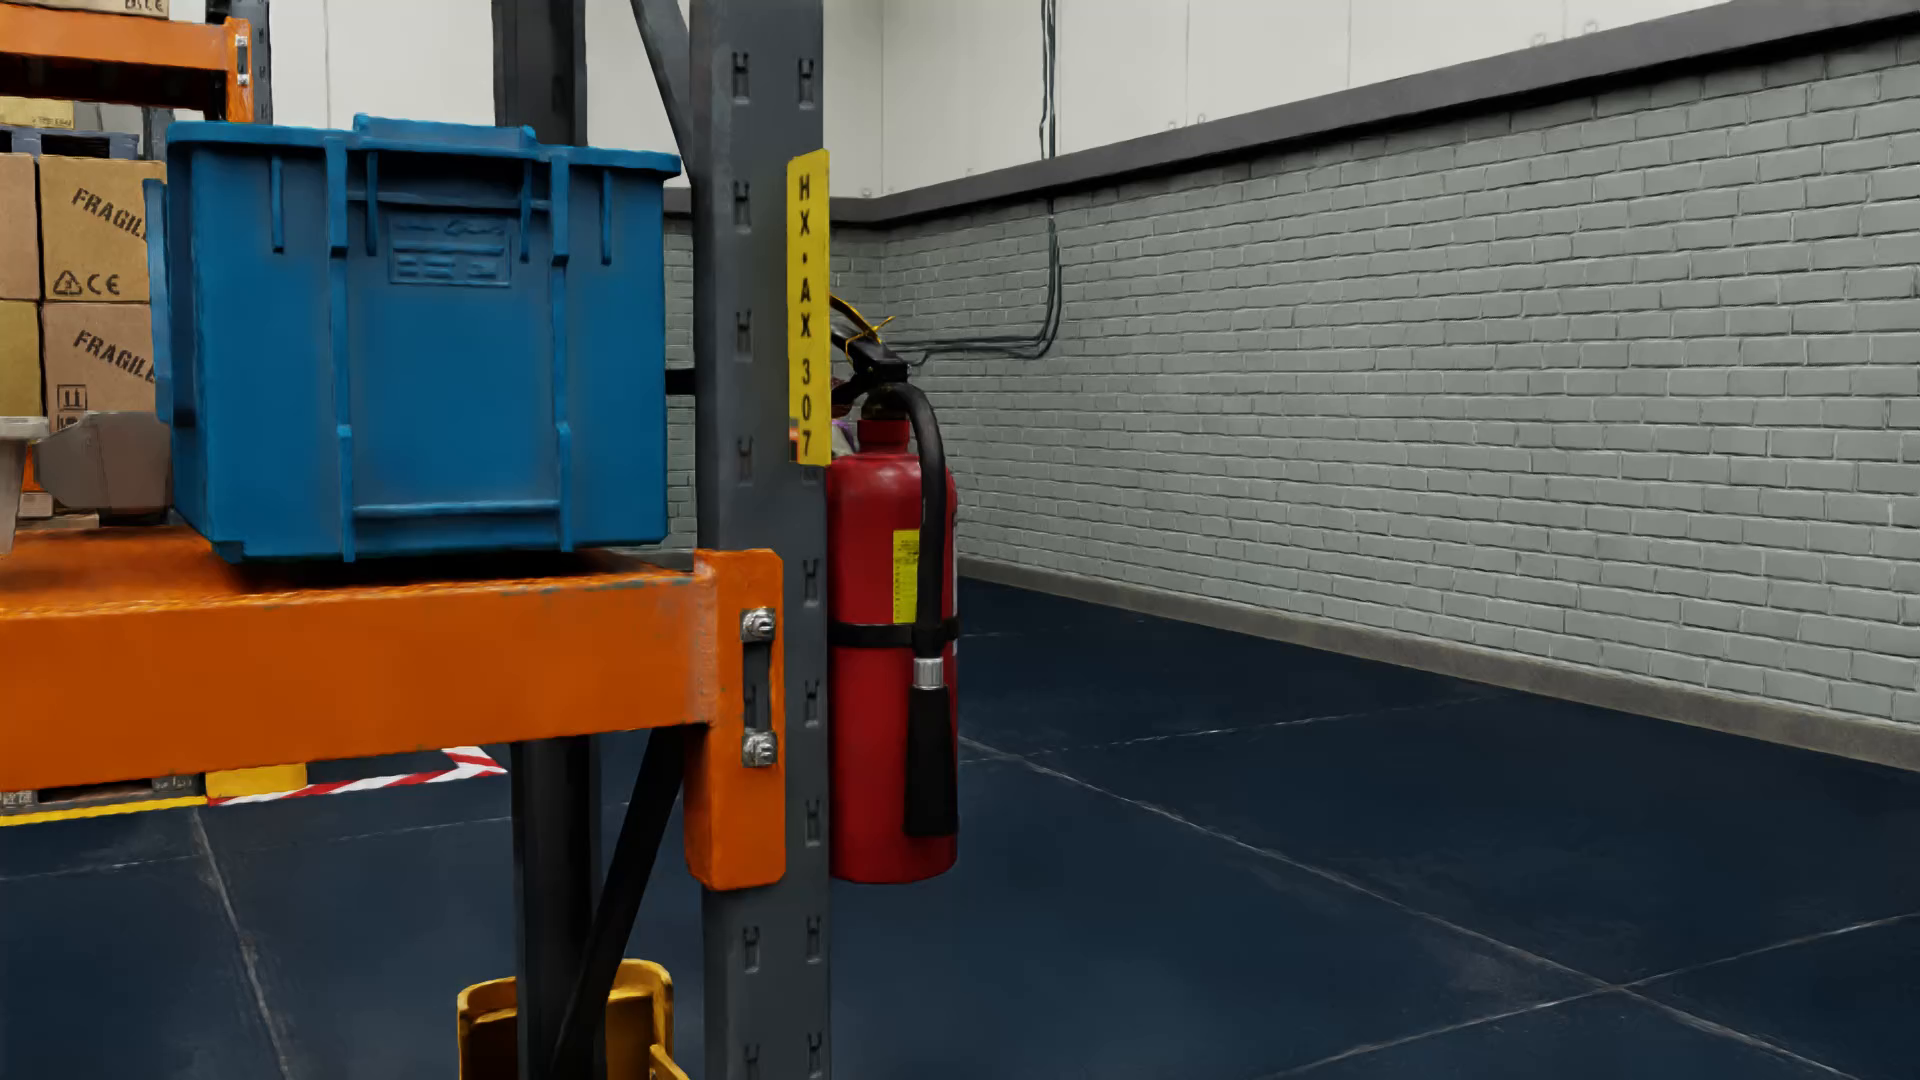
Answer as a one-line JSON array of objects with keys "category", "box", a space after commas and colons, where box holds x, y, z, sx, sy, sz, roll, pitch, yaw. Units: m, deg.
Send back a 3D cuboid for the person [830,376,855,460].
[{"category": "person", "box": [-0.685, -0.036, 8.238, 0.856, 1.545, 0.578, 1, 5, 9]}]
